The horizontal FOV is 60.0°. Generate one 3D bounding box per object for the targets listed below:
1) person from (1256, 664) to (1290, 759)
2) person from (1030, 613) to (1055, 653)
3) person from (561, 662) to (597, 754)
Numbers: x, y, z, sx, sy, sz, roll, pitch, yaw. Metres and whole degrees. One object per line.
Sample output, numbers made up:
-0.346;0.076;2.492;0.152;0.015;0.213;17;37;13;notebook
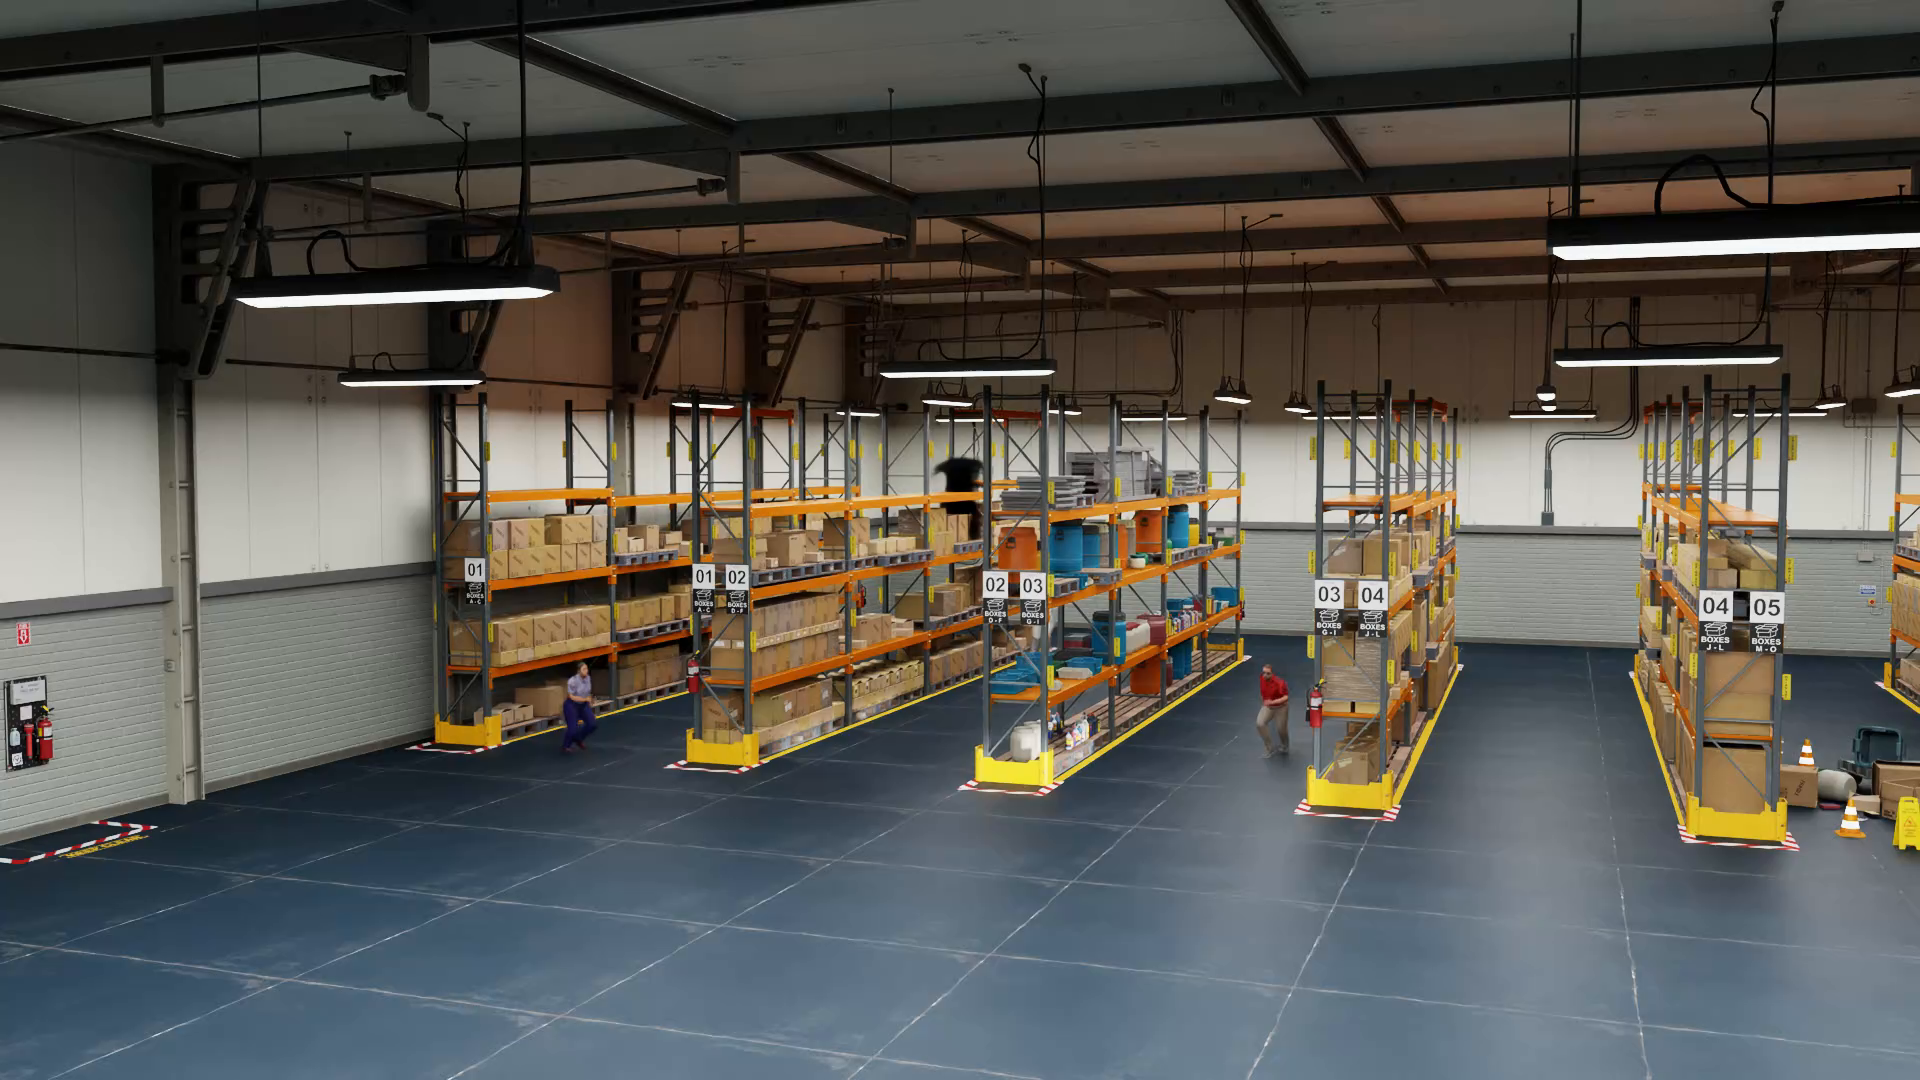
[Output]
5.161;2.766;27.154;0.668;1.559;1.127;2;4;38;person
1.810;2.161;36.987;0.649;1.728;0.786;1;3;22;person
-6.288;2.775;27.495;0.796;1.551;0.601;2;4;38;person
